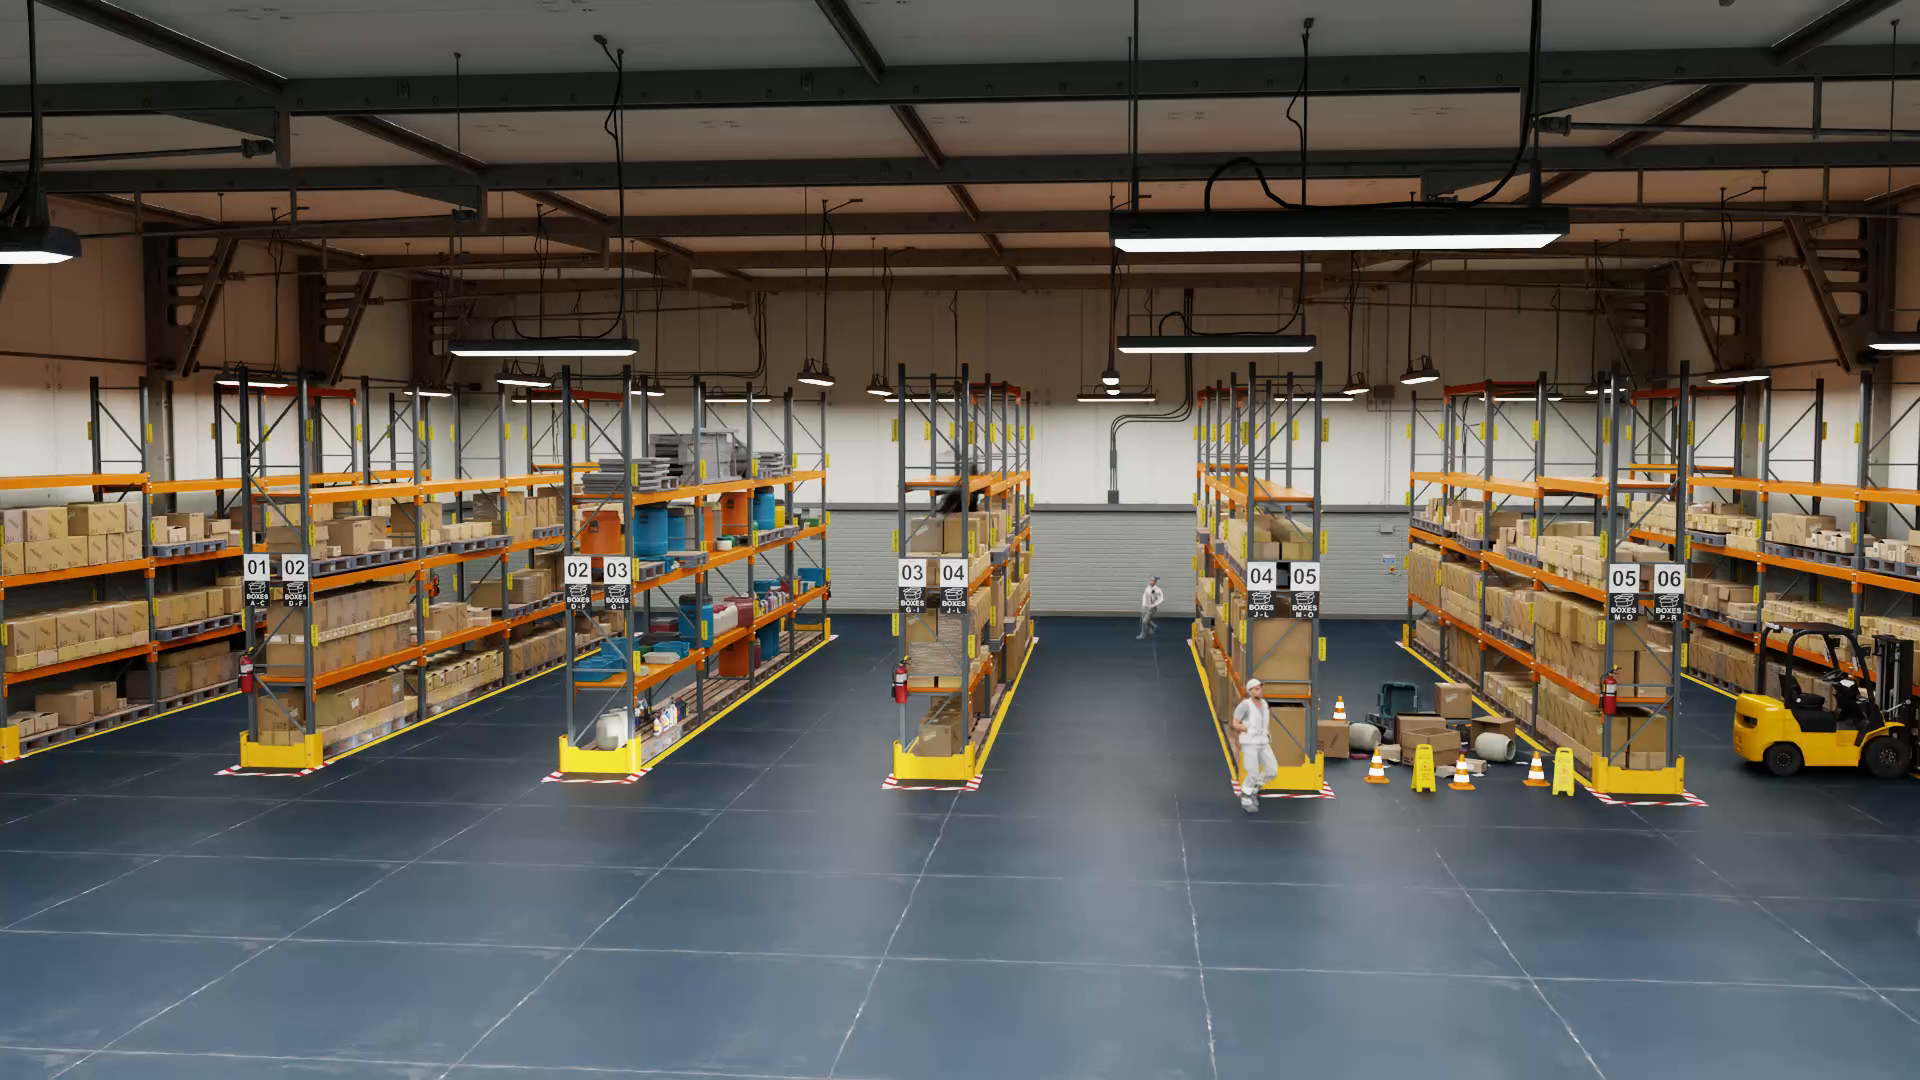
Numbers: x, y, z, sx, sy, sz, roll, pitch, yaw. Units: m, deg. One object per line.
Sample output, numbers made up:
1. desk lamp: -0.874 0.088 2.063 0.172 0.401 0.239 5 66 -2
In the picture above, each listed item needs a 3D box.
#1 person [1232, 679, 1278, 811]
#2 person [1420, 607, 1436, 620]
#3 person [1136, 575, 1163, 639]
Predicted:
1. person: 3.935 2.715 21.966 0.678 1.753 0.562 -2 4 -30
2. person: 11.425 1.617 40.263 0.674 1.702 0.651 2 4 31
3. person: 4.691 1.620 40.326 0.602 1.591 0.676 -3 5 -37
